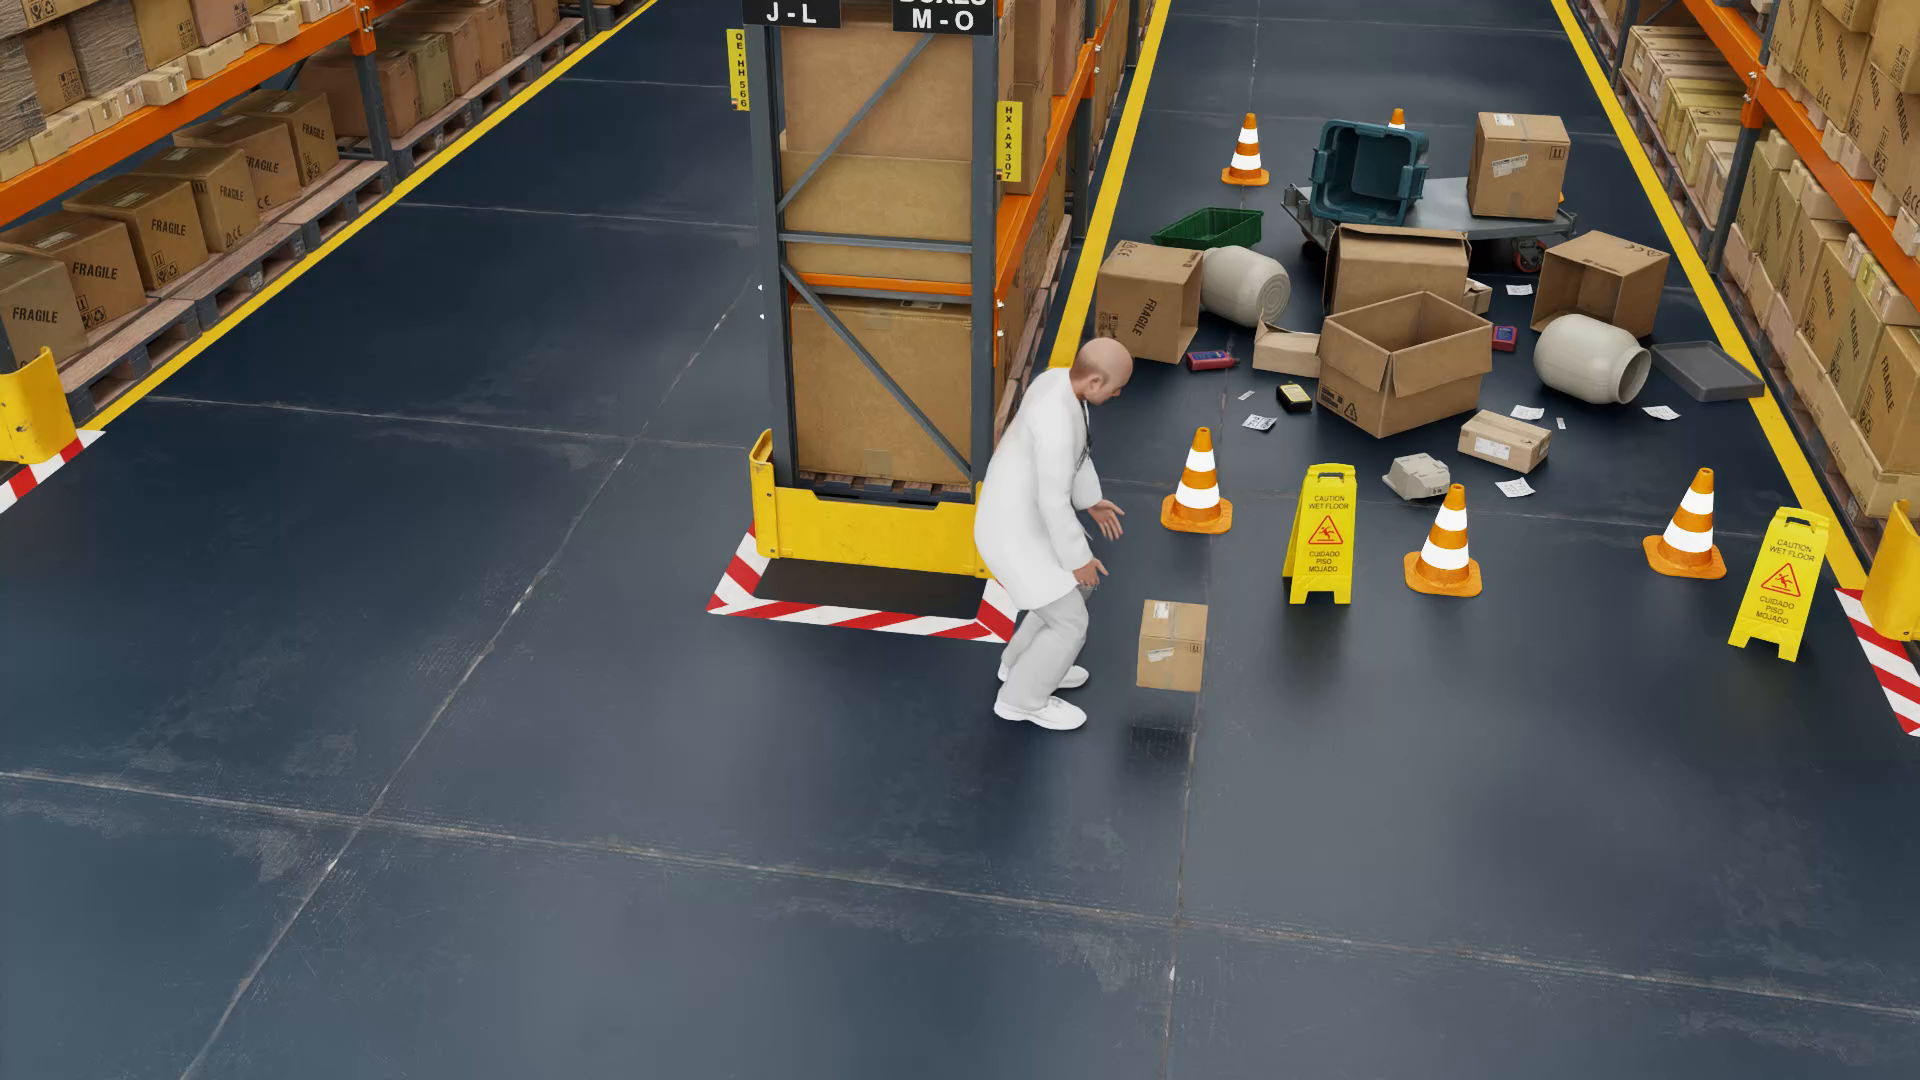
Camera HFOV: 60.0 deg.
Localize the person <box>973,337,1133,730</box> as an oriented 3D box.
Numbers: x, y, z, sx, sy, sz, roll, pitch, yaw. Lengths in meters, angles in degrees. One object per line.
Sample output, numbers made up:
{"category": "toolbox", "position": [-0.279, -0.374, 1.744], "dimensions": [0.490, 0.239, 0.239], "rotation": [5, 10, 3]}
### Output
{"category": "person", "position": [0.343, -0.050, 6.396], "dimensions": [0.564, 1.612, 0.618], "rotation": [5, 32, 9]}
